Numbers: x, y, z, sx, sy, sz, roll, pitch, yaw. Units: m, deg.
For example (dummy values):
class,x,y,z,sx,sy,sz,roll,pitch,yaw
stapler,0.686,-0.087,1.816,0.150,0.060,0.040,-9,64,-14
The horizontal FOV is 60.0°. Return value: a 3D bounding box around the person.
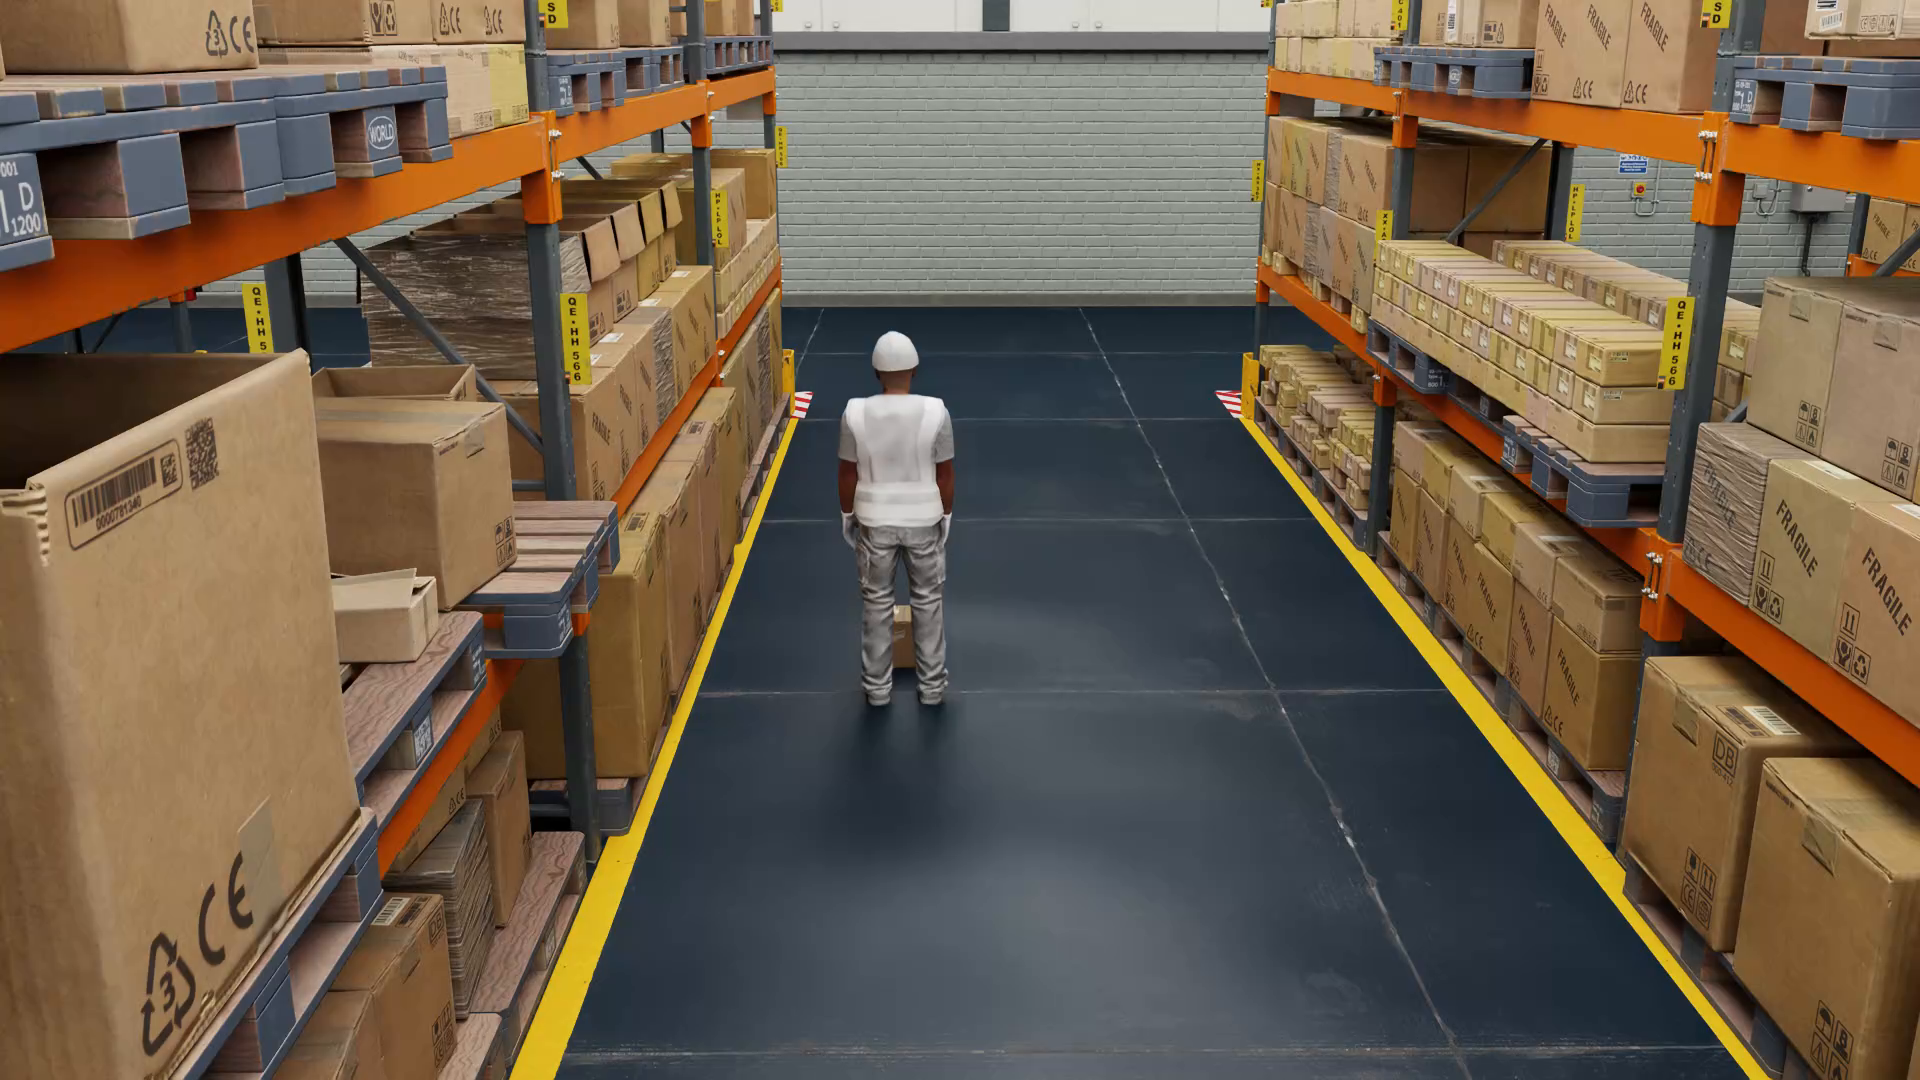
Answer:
class,x,y,z,sx,sy,sz,roll,pitch,yaw
person,-0.296,-0.094,7.814,0.545,1.785,0.355,0,17,1
